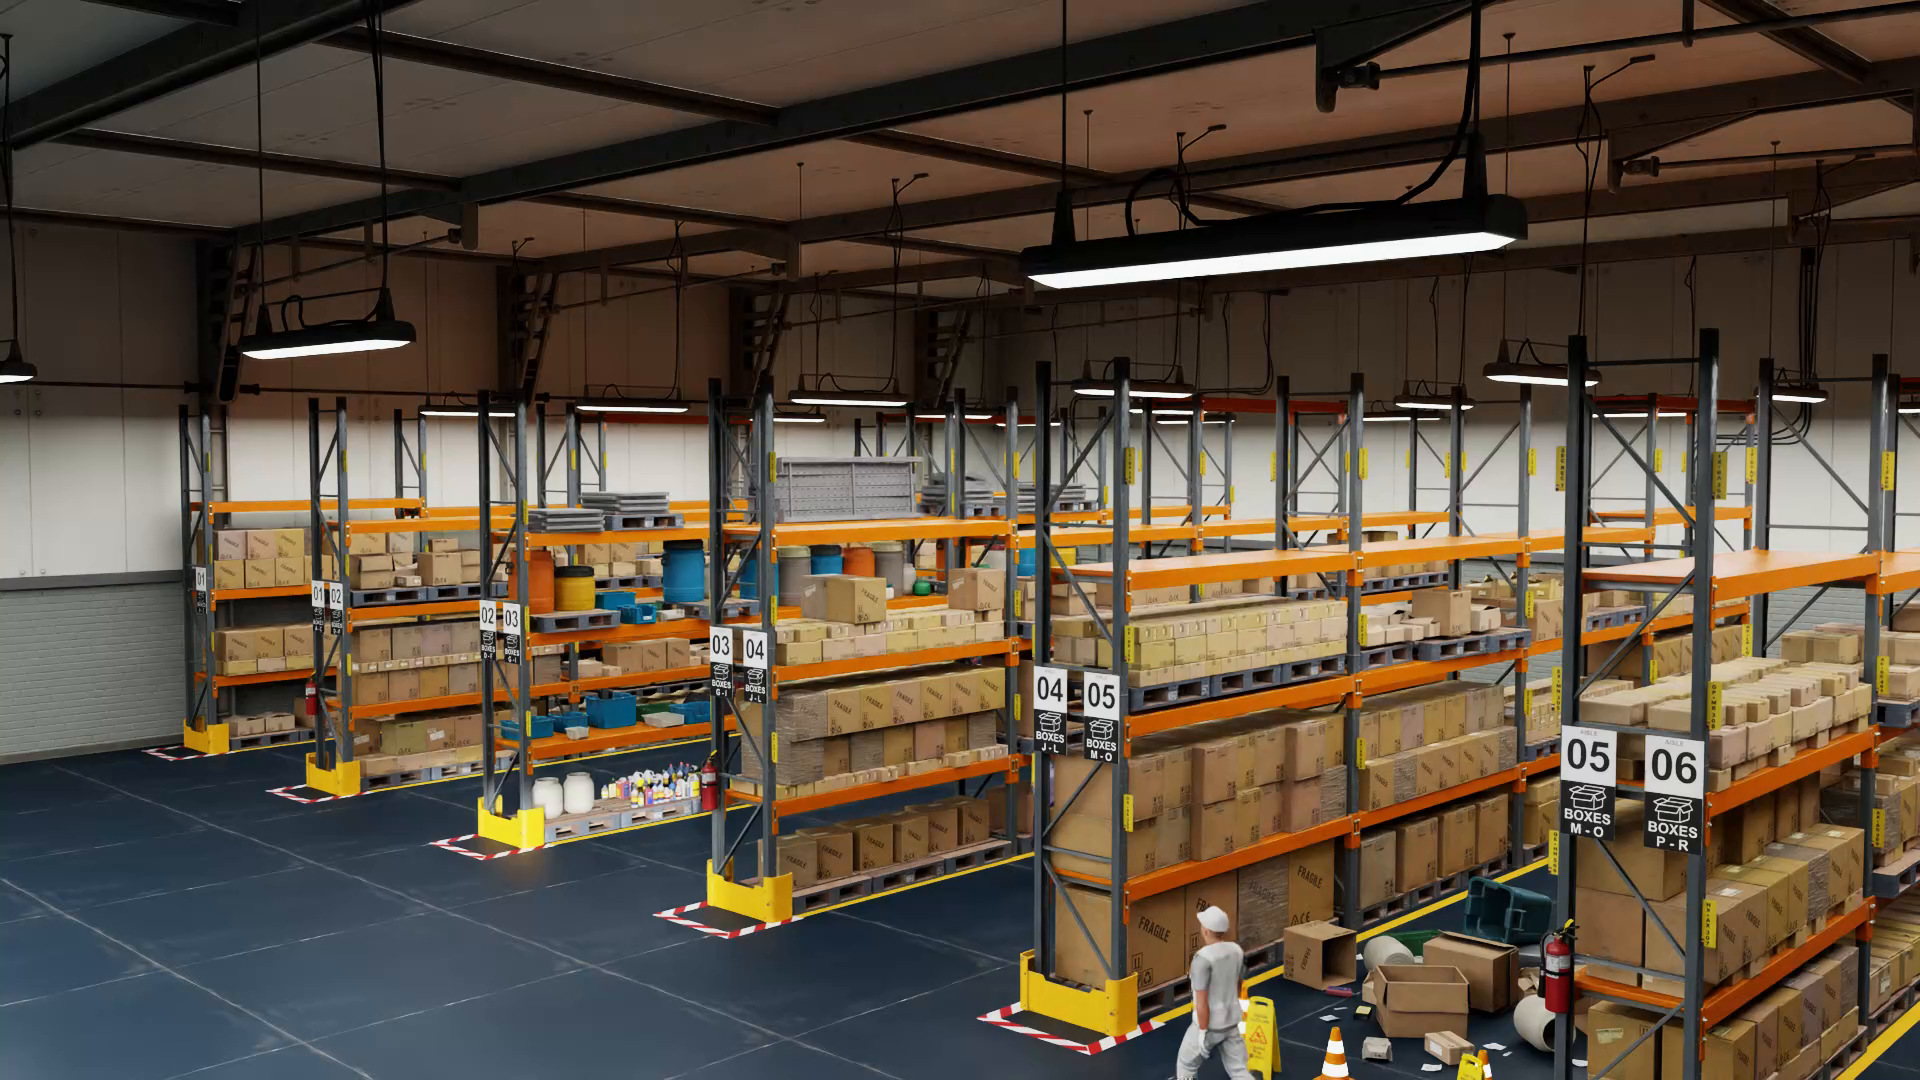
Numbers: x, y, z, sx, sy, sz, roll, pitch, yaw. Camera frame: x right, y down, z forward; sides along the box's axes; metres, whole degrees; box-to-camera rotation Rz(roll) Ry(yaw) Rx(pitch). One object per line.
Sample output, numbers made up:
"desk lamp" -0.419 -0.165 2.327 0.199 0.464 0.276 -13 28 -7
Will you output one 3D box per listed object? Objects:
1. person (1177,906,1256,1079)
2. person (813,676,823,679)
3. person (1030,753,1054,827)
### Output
"person" 1.919 3.628 12.497 0.540 1.748 1.050 -3 4 -44
"person" -2.439 2.750 28.871 0.484 1.776 0.597 -2 4 -35
"person" 1.159 3.296 20.212 0.574 1.626 0.539 -2 4 -36
